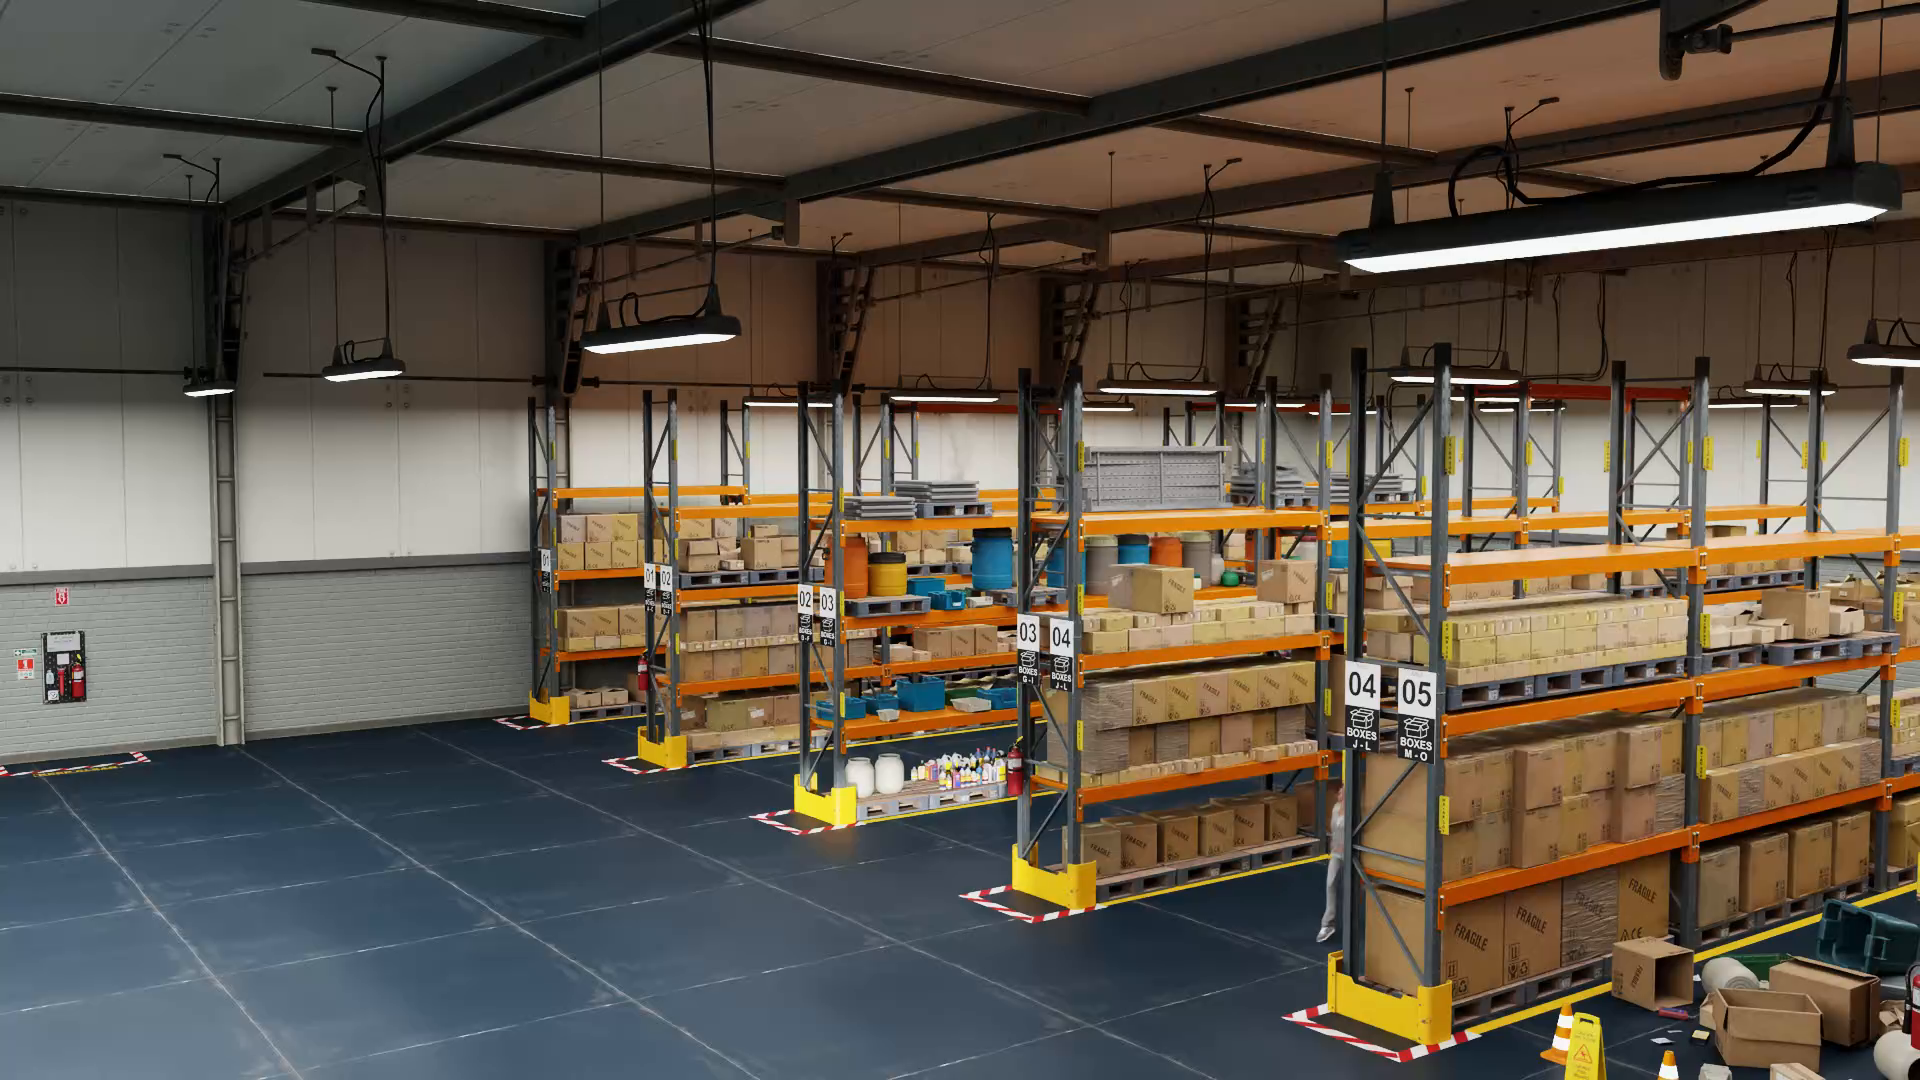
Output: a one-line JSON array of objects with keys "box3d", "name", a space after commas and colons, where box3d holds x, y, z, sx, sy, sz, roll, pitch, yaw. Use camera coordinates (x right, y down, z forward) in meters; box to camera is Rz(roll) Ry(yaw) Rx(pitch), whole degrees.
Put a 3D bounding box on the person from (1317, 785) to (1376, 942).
[{"box3d": [4.105, 3.348, 17.488, 0.508, 1.592, 1.032, 3, 5, 43], "name": "person"}]
